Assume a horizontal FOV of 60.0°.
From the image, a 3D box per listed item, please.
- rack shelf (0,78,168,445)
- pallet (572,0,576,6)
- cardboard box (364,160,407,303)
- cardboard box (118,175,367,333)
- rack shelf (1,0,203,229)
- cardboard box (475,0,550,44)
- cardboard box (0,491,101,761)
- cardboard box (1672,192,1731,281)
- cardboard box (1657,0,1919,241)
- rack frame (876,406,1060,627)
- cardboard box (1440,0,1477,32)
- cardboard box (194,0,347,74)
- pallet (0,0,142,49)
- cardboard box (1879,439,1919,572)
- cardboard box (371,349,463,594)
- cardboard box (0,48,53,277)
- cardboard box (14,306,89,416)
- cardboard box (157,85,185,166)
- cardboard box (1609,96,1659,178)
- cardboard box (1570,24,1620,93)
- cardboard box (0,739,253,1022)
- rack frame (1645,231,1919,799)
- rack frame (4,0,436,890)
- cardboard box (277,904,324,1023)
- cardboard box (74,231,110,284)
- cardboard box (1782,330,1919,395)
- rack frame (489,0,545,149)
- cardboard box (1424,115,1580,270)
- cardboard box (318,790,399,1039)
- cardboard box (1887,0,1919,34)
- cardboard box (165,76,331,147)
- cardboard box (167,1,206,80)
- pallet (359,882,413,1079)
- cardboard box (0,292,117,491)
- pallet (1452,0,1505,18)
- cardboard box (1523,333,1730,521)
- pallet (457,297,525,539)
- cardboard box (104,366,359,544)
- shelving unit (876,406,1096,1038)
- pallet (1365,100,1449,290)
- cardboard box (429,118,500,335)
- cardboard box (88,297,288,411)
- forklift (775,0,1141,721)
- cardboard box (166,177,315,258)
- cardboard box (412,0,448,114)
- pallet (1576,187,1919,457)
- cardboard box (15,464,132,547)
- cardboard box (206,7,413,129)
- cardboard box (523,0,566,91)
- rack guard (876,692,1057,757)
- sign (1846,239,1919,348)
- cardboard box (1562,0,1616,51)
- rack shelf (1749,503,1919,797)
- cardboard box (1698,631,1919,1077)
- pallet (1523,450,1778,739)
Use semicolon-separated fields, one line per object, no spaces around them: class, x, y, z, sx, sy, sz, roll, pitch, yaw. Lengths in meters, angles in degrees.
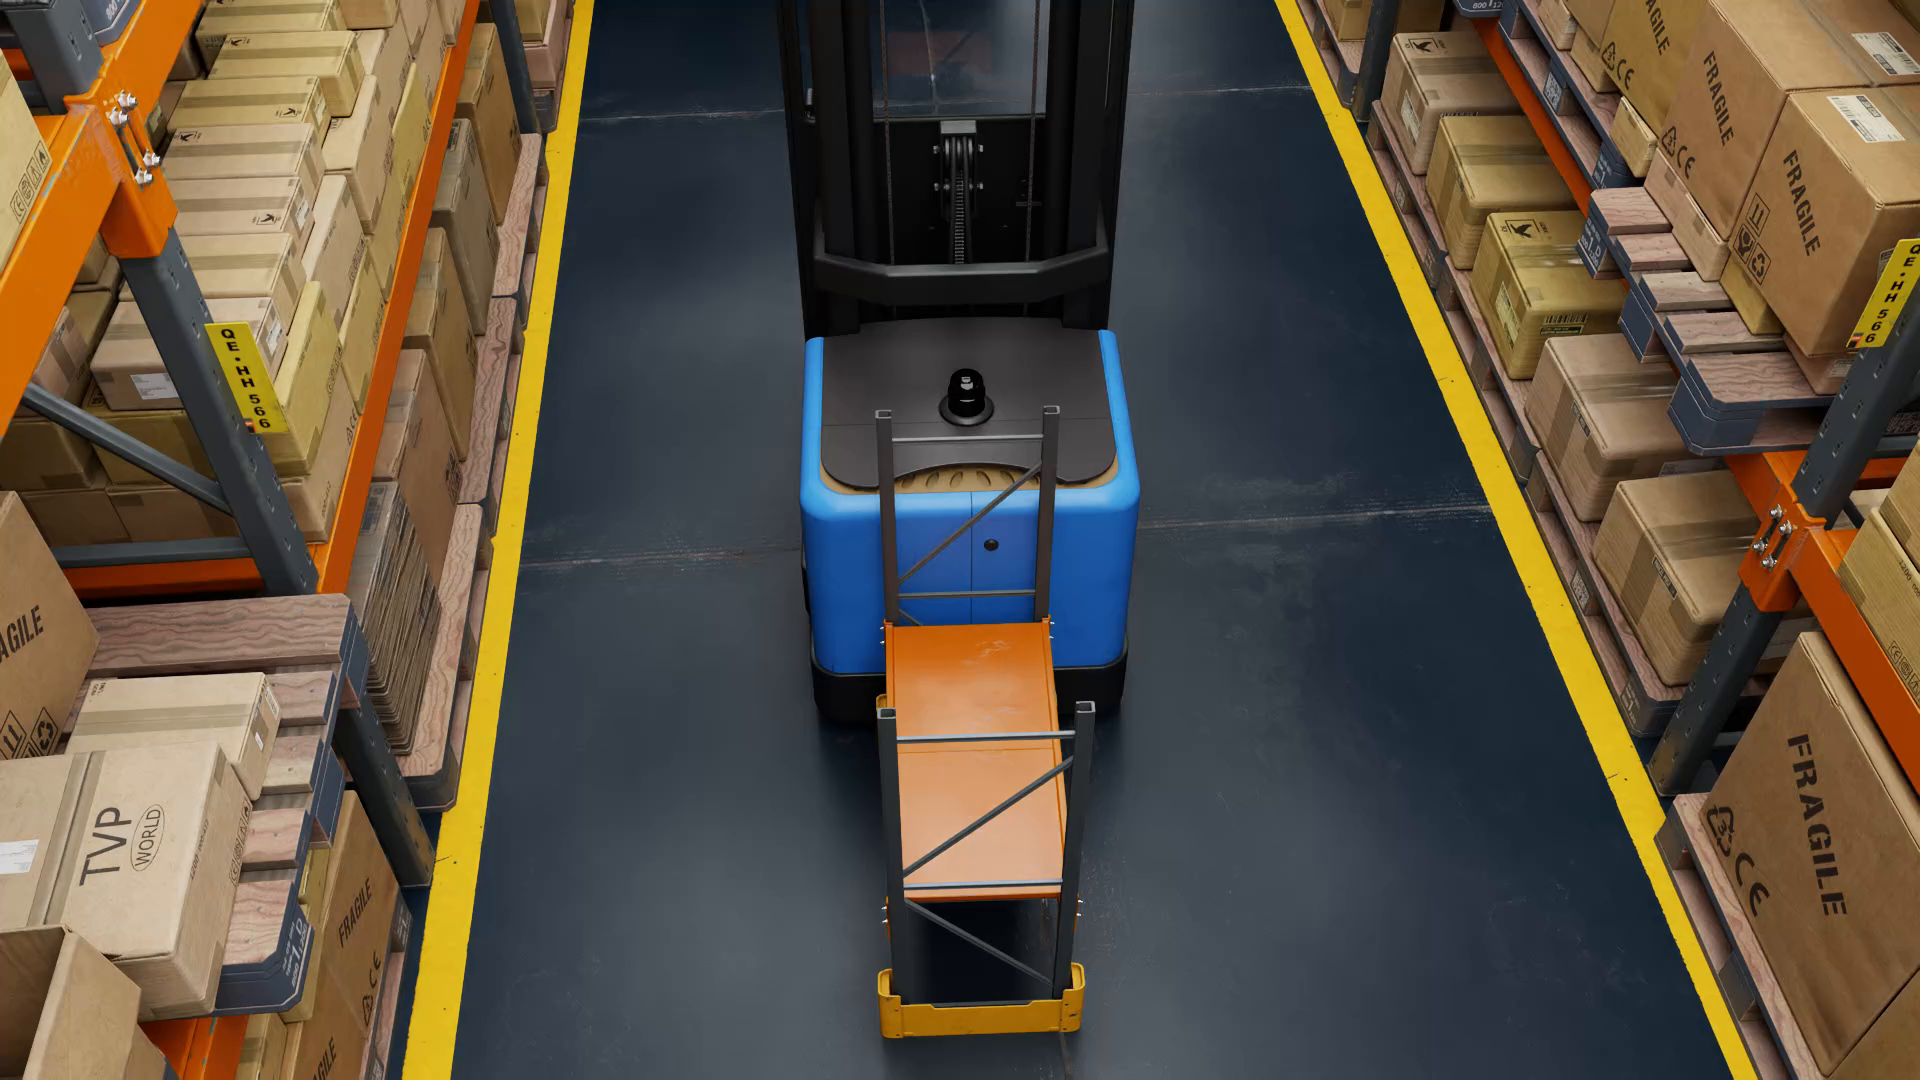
rack shelf;-1.996;0.708;1.943;1.077;0.370;4.000;-3;47;-3
pallet;-2.628;-3.353;9.280;1.003;0.211;1.213;-3;47;-3
cardboard box;-2.044;-0.976;5.211;0.500;0.250;0.500;-5;47;-5
cardboard box;-1.998;-0.773;4.675;0.500;0.250;0.500;-2;47;-2
rack shelf;-2.331;-2.186;4.684;1.077;0.370;4.000;-3;47;-3
cardboard box;-2.231;-2.588;7.896;0.500;0.250;0.500;-4;47;-3
cardboard box;-2.276;0.248;3.591;0.500;0.500;0.500;-2;47;-1
cardboard box;2.360;-0.909;4.929;0.380;0.149;0.250;-4;47;-4
cardboard box;2.413;-1.226;4.782;0.500;0.500;0.500;-4;47;-4
rack frame;0.021;0.168;5.058;0.500;1.500;0.032;-2;47;-2
cardboard box;2.667;-2.795;8.436;0.500;0.250;0.500;-5;47;-5
cardboard box;-2.133;-1.576;5.161;0.380;0.149;0.250;-3;47;-3
pallet;-2.309;-1.407;3.581;1.213;0.211;1.003;-2;47;-1
cardboard box;2.579;0.002;3.941;0.500;0.250;0.500;-4;47;-4
cardboard box;-2.265;-0.207;5.726;0.875;0.625;0.625;-2;47;-2
cardboard box;-1.879;-0.578;2.769;0.500;0.250;0.500;-5;47;-5
cardboard box;-2.392;-0.435;4.081;0.380;0.149;0.250;-2;47;-2
cardboard box;-2.562;-1.116;5.000;0.500;0.250;0.500;-4;47;-4
cardboard box;2.310;-1.290;5.290;0.380;0.149;0.250;-3;47;-3
cardboard box;2.312;-1.656;5.636;0.380;0.149;0.250;-5;47;-5
cardboard box;-1.753;0.696;3.339;0.500;0.250;0.500;-5;47;-5
rack frame;2.782;-0.259;4.429;1.000;3.000;0.127;-3;47;-3
rack frame;-2.163;0.045;4.141;1.000;3.000;0.127;-3;47;-3
cardboard box;-1.816;1.075;4.152;0.380;0.149;0.250;-6;47;-5
cardboard box;-2.487;-0.809;4.434;0.380;0.149;0.250;-4;47;-3
cardboard box;2.521;-0.540;4.579;0.380;0.149;0.250;-2;47;-2
rack frame;-2.498;-2.849;6.882;1.000;3.000;0.127;-3;47;-3
cardboard box;2.558;-1.495;7.120;0.950;0.372;0.625;-1;47;-1
cardboard box;-1.914;1.053;4.619;0.500;0.500;0.500;-2;47;-2
cardboard box;2.925;-1.256;4.811;0.500;0.500;0.500;-1;47;-1
cardboard box;-2.053;-1.206;4.811;0.380;0.149;0.250;-3;47;-3
cardboard box;-2.540;-1.545;5.132;0.380;0.149;0.250;-2;47;-2
pallet;-2.139;1.547;4.640;1.003;0.211;1.213;-3;47;-3
cardboard box;-2.478;-0.383;4.306;0.500;0.250;0.500;-3;47;-2
pallet;2.367;-2.525;6.708;1.003;0.211;1.213;-3;47;-3
cardboard box;2.675;-0.443;6.124;0.950;0.372;0.625;-4;47;-4
pallet;-2.293;-0.475;6.554;1.003;0.211;1.213;-3;47;-3
cardboard box;-1.957;-0.239;4.514;0.500;0.250;0.500;-3;47;-3
shelving unit;0.041;0.543;4.702;0.587;1.500;1.083;-2;47;-2
pallet;2.514;-1.631;7.649;1.003;0.211;1.213;-3;47;-3
cardboard box;-2.386;-1.238;6.703;0.875;0.625;0.625;-4;47;-4
cardboard box;-1.897;-0.461;4.105;0.380;0.149;0.250;-2;47;-2
forklift;-0.025;-1.461;5.615;1.130;2.935;3.031;-2;47;-2
cardboard box;-1.967;-0.838;4.462;0.380;0.149;0.250;-2;47;-2
cardboard box;-2.137;-1.724;5.920;0.500;0.250;0.500;-3;47;-3
pallet;2.617;-0.702;4.981;1.213;0.211;1.003;-3;47;-3
cardboard box;-2.456;-0.213;4.489;0.500;0.250;0.500;-4;47;-4
cardboard box;-2.092;-1.521;5.384;0.500;0.250;0.500;-3;47;-3
cardboard box;-2.209;-2.418;8.078;0.500;0.250;0.500;-3;47;-3
rack guard;0.022;0.612;5.498;0.587;0.250;0.087;-2;47;-2
sign;2.243;-0.590;4.000;0.100;0.325;0.005;-3;47;-3
cardboard box;2.325;-1.986;5.502;0.500;0.500;0.500;-5;47;-5
rack shelf;2.950;1.435;3.320;1.077;0.370;4.000;-3;47;-3
cardboard box;2.758;0.832;4.570;0.875;0.875;0.875;-4;47;-4
pallet;2.719;0.134;5.977;1.003;0.211;1.213;-3;47;-3
